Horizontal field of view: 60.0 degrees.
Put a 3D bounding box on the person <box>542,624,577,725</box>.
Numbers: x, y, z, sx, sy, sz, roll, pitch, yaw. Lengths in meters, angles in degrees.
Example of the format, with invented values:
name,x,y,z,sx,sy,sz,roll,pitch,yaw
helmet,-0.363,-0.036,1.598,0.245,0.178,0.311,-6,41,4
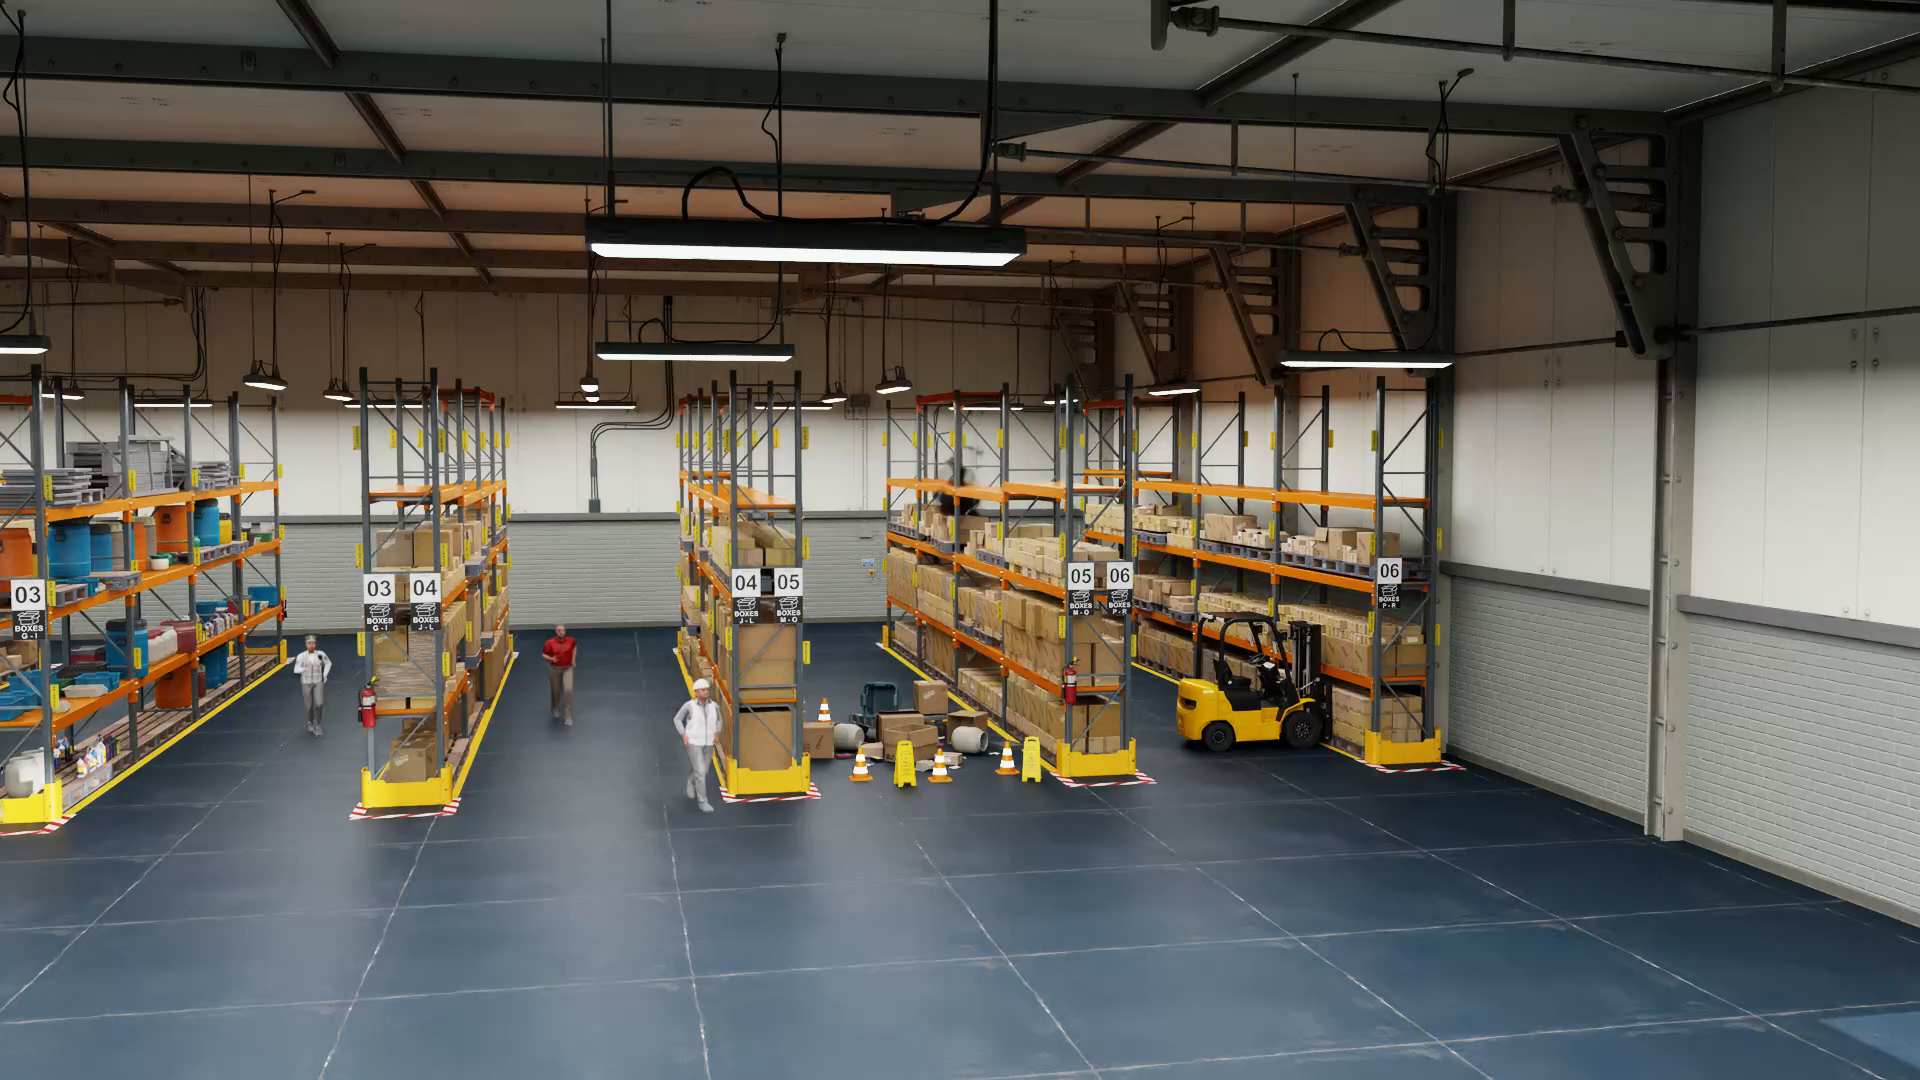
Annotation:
name,x,y,z,sx,sy,sz,roll,pitch,yaw
person,-7.142,2.369,29.690,0.620,1.749,0.950,-1,4,-17

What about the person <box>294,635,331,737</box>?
name,x,y,z,sx,sy,sz,roll,pitch,yaw
person,-11.003,2.476,28.281,0.592,1.734,0.684,-1,4,-20

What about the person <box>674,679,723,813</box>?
name,x,y,z,sx,sy,sz,roll,pitch,yaw
person,-3.549,2.774,22.711,0.665,1.765,0.897,-2,4,-36

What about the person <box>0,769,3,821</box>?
name,x,y,z,sx,sy,sz,roll,pitch,yaw
person,-11.825,3.006,20.068,0.603,1.630,0.637,2,4,31
